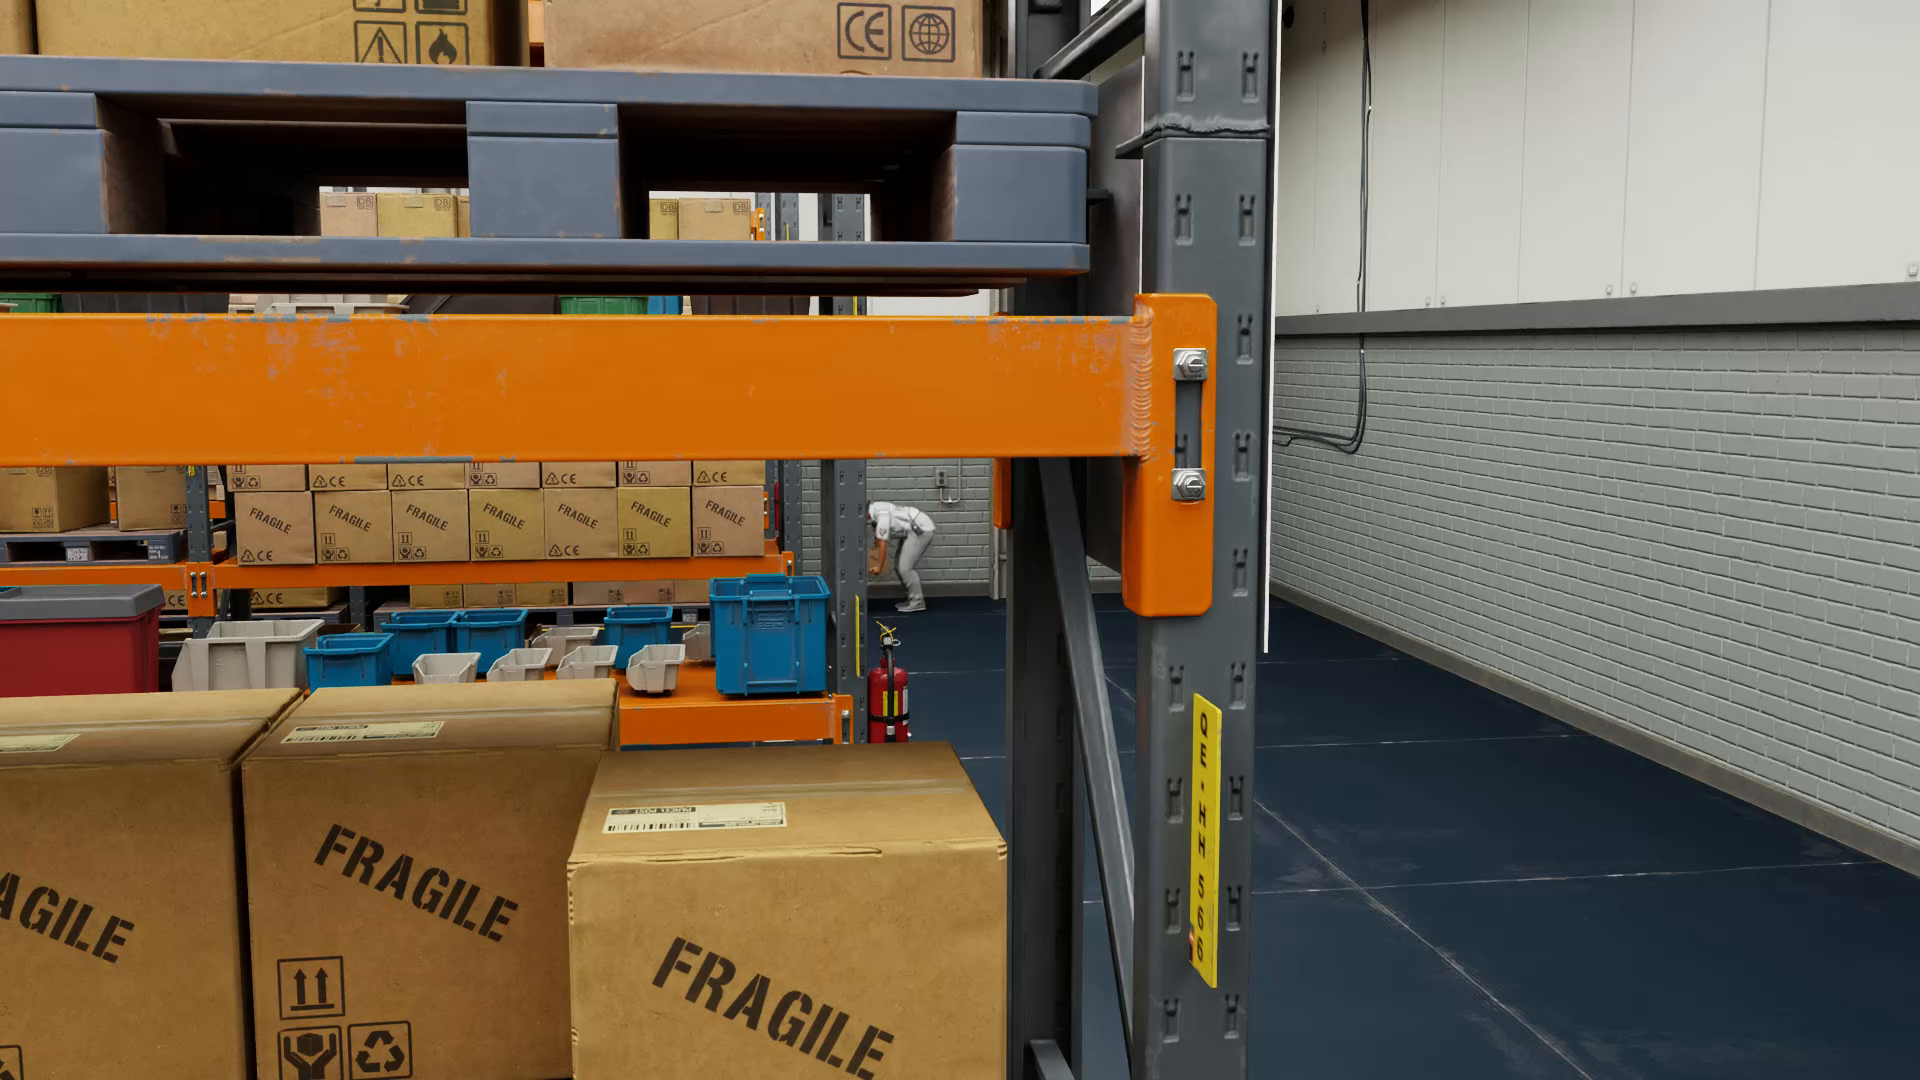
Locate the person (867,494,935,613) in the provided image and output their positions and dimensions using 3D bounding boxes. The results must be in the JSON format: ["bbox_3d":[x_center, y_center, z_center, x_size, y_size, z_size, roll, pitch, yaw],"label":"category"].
[{"bbox_3d":[-0.716,0.123,17.559,0.901,1.260,0.460,-1,7,-10],"label":"person"}]
